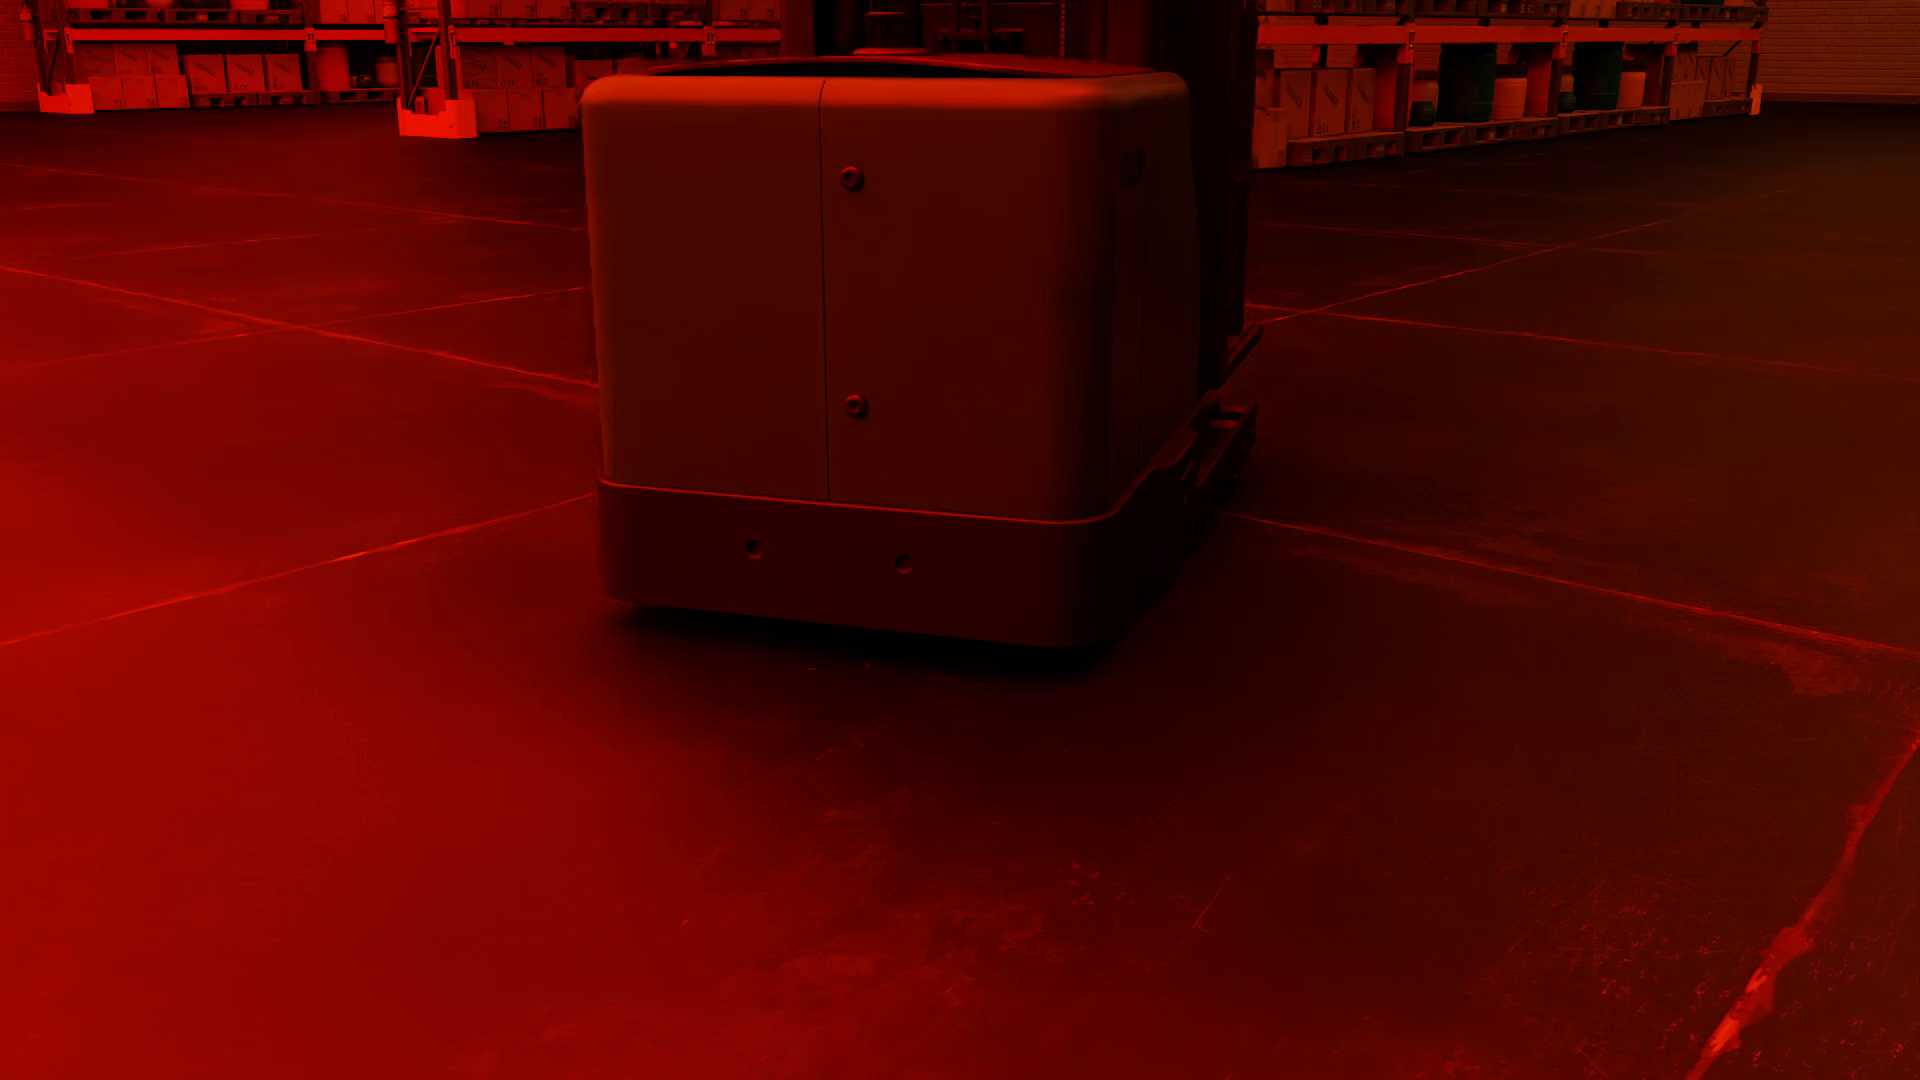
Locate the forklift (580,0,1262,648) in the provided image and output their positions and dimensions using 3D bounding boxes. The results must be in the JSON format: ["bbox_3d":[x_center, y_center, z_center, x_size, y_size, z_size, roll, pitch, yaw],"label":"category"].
[{"bbox_3d":[0.204,-1.592,4.140,1.130,2.935,3.031,5,18,17],"label":"forklift"}]
